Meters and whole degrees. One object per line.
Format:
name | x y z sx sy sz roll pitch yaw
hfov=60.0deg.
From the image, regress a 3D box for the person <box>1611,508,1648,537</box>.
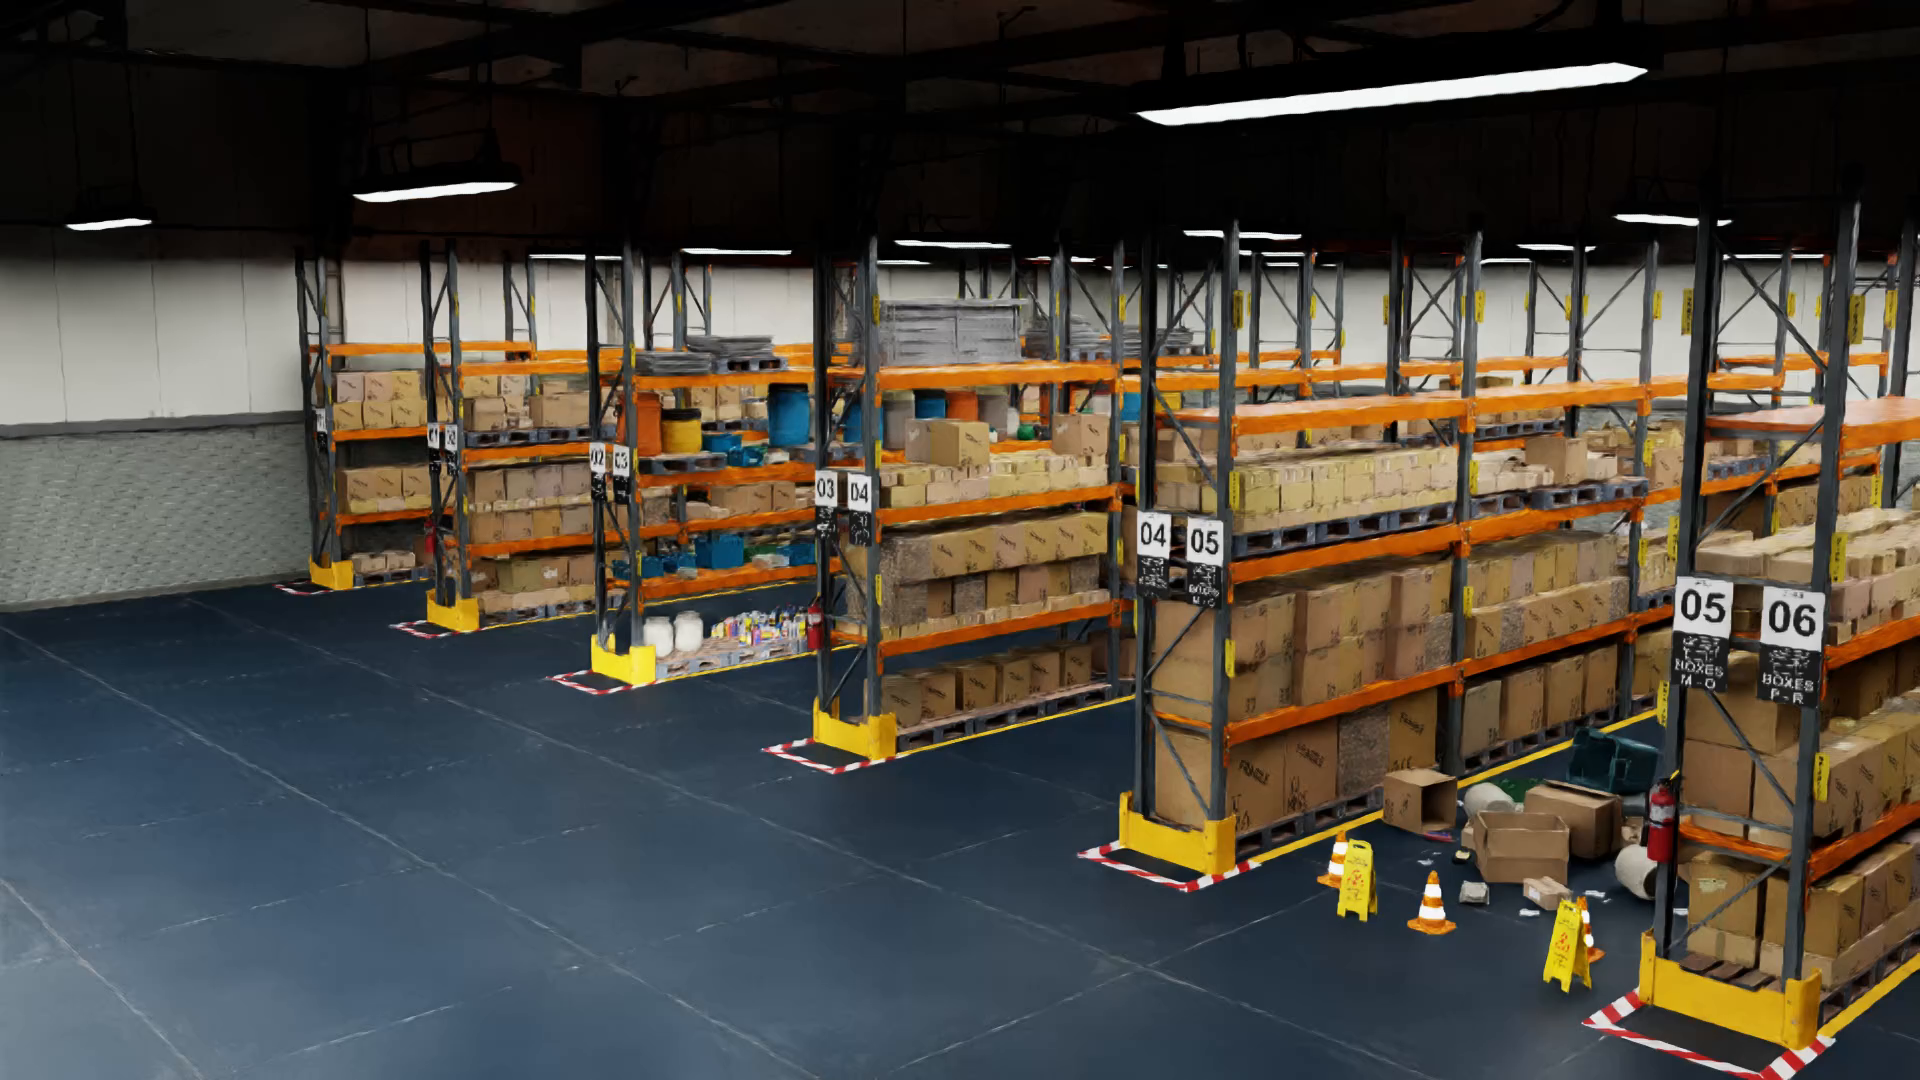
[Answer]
person | 11.302 0.209 28.107 0.542 1.715 0.682 -8 12 -44
